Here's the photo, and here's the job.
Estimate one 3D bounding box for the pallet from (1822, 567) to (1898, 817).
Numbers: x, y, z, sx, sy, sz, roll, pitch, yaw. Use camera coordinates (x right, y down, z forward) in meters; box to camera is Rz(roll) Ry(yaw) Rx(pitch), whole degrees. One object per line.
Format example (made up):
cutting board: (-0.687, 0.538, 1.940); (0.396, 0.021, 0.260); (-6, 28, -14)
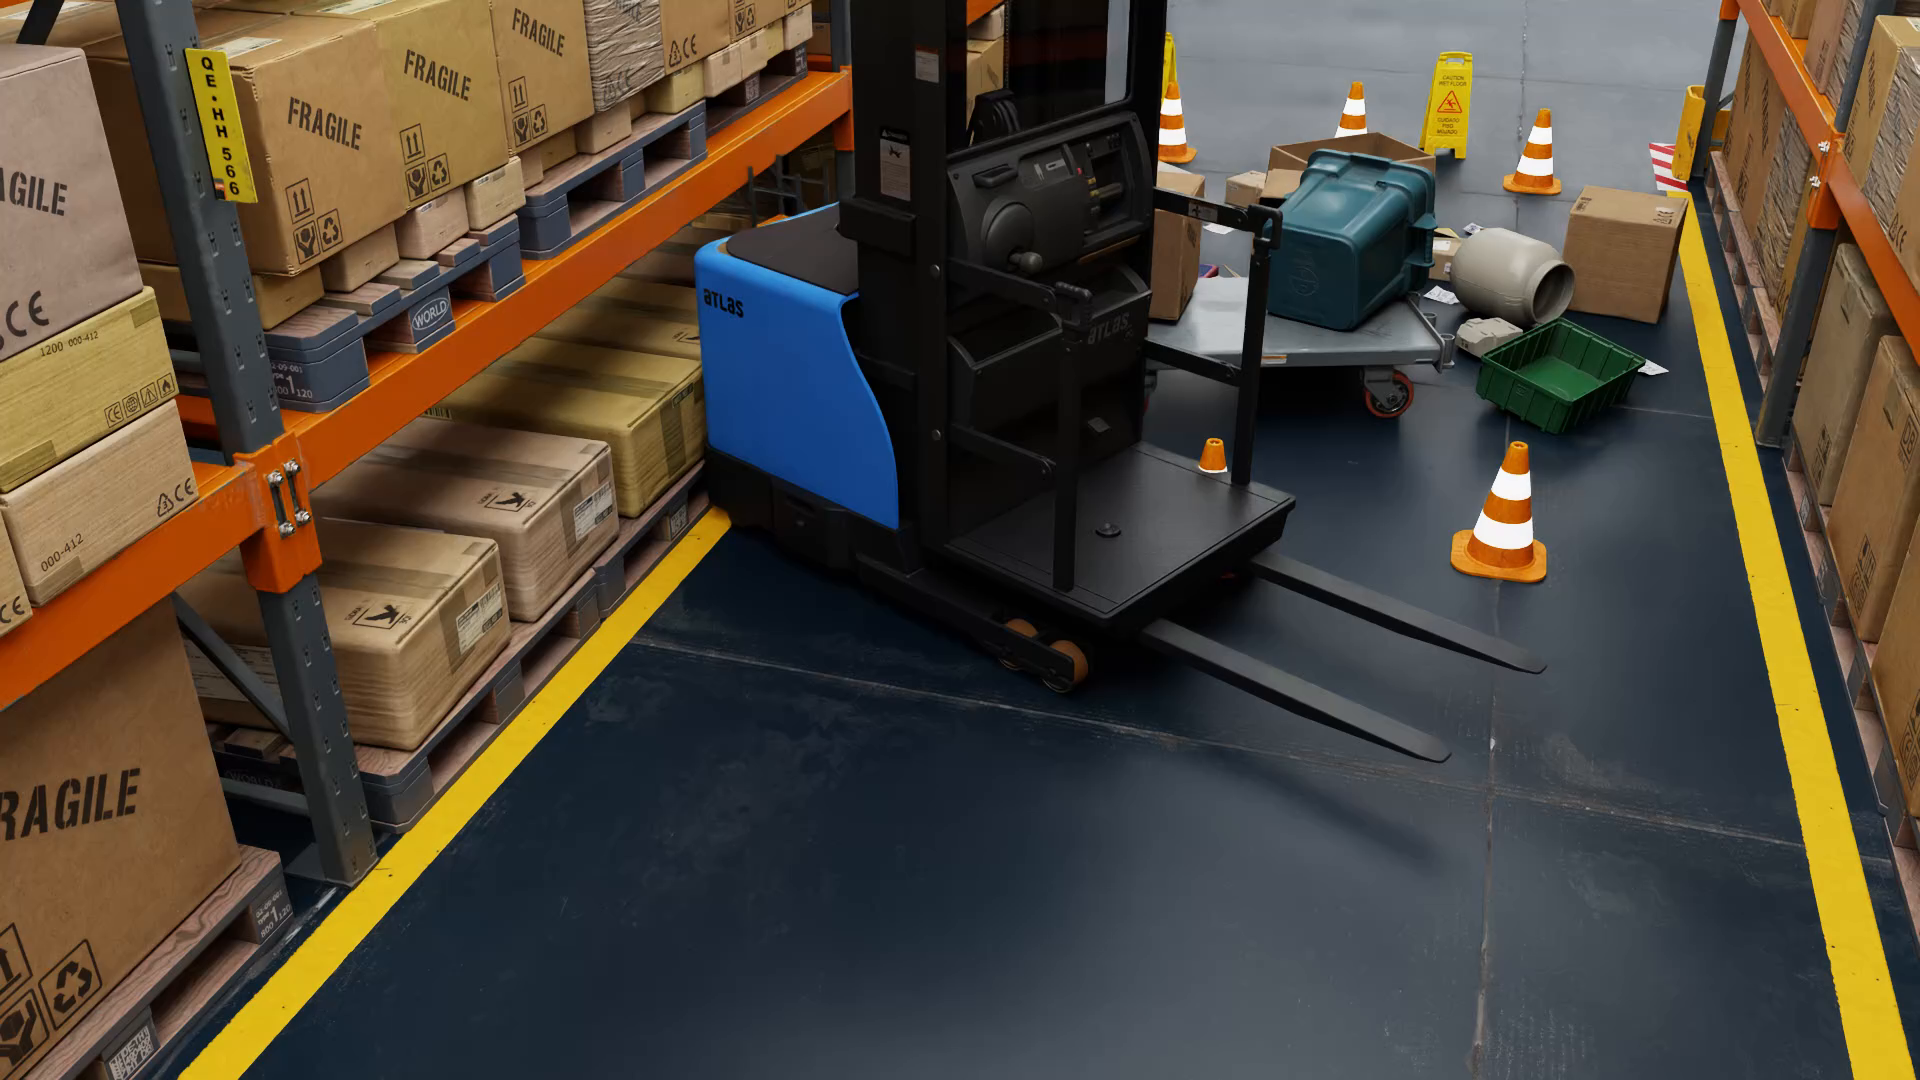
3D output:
pallet: (3.313, 0.502, 5.131); (1.003, 0.211, 1.213); (8, 30, 15)

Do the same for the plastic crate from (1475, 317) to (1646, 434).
plastic crate: (2.622, -0.719, 7.290); (0.662, 0.188, 0.450); (-24, 47, -37)

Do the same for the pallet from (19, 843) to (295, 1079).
pallet: (-2.416, 1.119, 4.022); (1.003, 0.211, 1.213); (8, 30, 15)

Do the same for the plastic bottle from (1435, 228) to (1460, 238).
plastic bottle: (2.679, -1.643, 9.140); (0.133, 0.061, 0.283); (-1, 29, -3)

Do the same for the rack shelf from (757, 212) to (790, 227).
rack shelf: (-0.656, -1.187, 6.492); (0.258, 0.103, 0.180); (15, 32, 26)

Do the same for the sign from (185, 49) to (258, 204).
sign: (-1.581, -0.884, 3.562); (0.100, 0.325, 0.005); (8, 30, 15)

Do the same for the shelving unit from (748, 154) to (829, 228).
shelving unit: (-0.653, -0.910, 6.644); (0.258, 1.200, 0.189); (15, 32, 26)

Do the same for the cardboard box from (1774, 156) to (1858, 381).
cardboard box: (4.075, -1.192, 7.061); (0.875, 0.875, 0.875); (9, 30, 16)

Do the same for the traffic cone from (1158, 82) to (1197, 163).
traffic cone: (1.343, -2.681, 10.593); (0.336, 0.463, 0.334); (8, 30, 15)

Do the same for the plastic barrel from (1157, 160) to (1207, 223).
plastic barrel: (1.077, -1.871, 9.179); (0.421, 0.421, 0.512); (-17, 34, -28)

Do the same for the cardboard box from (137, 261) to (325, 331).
cardboard box: (-1.839, -0.654, 4.166); (0.380, 0.149, 0.250); (7, 30, 12)

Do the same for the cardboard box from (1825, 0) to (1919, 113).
cardboard box: (3.920, -1.894, 6.414); (0.875, 0.550, 0.550); (8, 30, 15)

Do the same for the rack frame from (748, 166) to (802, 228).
rack frame: (-0.699, -0.871, 6.575); (0.240, 1.200, 0.006); (15, 32, 26)

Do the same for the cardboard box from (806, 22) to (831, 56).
cardboard box: (-0.539, -2.305, 7.566); (0.380, 0.149, 0.250); (8, 30, 15)

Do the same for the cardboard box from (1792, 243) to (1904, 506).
cardboard box: (3.727, -0.554, 6.042); (1.050, 0.750, 0.750); (8, 30, 15)

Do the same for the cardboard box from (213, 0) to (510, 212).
cardboard box: (-1.613, -1.232, 4.538); (0.500, 0.500, 0.500); (10, 31, 17)

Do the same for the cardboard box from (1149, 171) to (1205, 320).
cardboard box: (0.772, -1.313, 7.317); (0.500, 0.500, 0.500); (8, 30, 15)

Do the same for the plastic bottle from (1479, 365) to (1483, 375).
plastic bottle: (2.462, -0.714, 7.471); (0.133, 0.061, 0.283); (-6, 30, -11)

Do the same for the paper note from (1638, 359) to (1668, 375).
paper note: (3.155, -0.799, 7.655); (0.147, 0.020, 0.142); (-12, 31, -20)

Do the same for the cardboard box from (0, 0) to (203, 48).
cardboard box: (-2.245, -1.063, 4.235); (0.500, 0.500, 0.500); (8, 30, 13)

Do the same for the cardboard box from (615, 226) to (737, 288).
cardboard box: (-1.090, -1.105, 7.422); (0.950, 0.372, 0.625); (9, 30, 16)

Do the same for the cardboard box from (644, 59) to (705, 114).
cardboard box: (-1.139, -1.637, 5.934); (0.380, 0.149, 0.250); (8, 30, 15)

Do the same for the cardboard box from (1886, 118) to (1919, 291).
cardboard box: (3.115, -1.026, 4.906); (0.500, 0.500, 0.500); (8, 30, 15)

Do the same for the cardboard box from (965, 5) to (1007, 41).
cardboard box: (0.050, -2.938, 9.403); (0.380, 0.149, 0.250); (10, 31, 17)

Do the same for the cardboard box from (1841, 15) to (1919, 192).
cardboard box: (3.412, -1.493, 5.745); (0.500, 0.500, 0.500); (9, 30, 15)

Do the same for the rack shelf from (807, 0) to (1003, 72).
rack shelf: (-0.351, -2.929, 9.170); (1.077, 0.370, 4.000); (8, 30, 15)

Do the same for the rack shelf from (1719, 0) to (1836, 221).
rack shelf: (4.410, -2.270, 7.985); (1.077, 0.370, 4.000); (8, 30, 15)

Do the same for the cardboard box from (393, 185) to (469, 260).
cardboard box: (-1.600, -0.901, 4.610); (0.380, 0.149, 0.250); (7, 30, 12)

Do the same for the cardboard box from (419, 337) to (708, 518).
cardboard box: (-1.500, -0.447, 6.240); (0.950, 0.372, 0.625); (10, 30, 17)

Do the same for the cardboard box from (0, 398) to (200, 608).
cardboard box: (-2.013, -0.118, 3.530); (0.500, 0.250, 0.500); (7, 30, 13)

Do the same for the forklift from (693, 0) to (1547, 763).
forklift: (0.460, -1.077, 5.171); (3.031, 2.935, 1.130); (24, 37, 36)

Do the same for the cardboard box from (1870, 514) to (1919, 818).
cardboard box: (3.167, 0.327, 4.459); (1.050, 0.750, 0.750); (9, 30, 16)

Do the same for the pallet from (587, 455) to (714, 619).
pallet: (-1.522, -0.165, 6.329); (1.003, 0.211, 1.213); (8, 30, 15)

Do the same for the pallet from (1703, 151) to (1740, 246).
pallet: (4.837, -1.912, 9.471); (1.003, 0.211, 1.213); (8, 30, 15)

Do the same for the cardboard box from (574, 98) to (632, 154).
cardboard box: (-1.319, -1.398, 5.503); (0.380, 0.149, 0.250); (9, 30, 16)

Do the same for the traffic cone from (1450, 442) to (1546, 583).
traffic cone: (1.986, -0.138, 6.023); (0.336, 0.463, 0.334); (8, 30, 15)

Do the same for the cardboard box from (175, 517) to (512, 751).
cardboard box: (-1.937, 0.248, 4.989); (0.950, 0.372, 0.625); (6, 30, 11)

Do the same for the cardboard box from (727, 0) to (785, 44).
cardboard box: (-0.999, -2.193, 6.267); (0.500, 0.500, 0.500); (9, 30, 15)

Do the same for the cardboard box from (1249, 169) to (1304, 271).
cardboard box: (1.874, -1.528, 8.340); (0.797, 0.637, 0.503); (8, 30, 15)

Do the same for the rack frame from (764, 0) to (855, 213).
rack frame: (-0.938, -2.314, 7.325); (1.000, 3.000, 0.127); (8, 30, 15)

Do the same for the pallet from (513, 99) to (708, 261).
pallet: (-1.571, -1.297, 5.694); (1.003, 0.211, 1.213); (8, 30, 15)

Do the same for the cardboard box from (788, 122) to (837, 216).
cardboard box: (-0.507, -1.860, 8.132); (0.500, 0.500, 0.500); (10, 31, 17)

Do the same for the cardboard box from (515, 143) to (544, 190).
cardboard box: (-1.503, -1.149, 5.056); (0.380, 0.149, 0.250); (10, 31, 18)

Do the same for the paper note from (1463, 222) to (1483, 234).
paper note: (2.926, -1.748, 9.363); (0.144, 0.017, 0.142); (20, 35, 32)

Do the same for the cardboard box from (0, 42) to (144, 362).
cardboard box: (-2.014, -0.658, 3.217); (0.500, 0.500, 0.500); (8, 30, 14)

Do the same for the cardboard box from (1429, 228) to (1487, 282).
cardboard box: (2.567, -1.522, 8.712); (0.396, 0.266, 0.258); (14, 32, 23)

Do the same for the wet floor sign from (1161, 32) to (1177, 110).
wet floor sign: (1.314, -3.080, 11.123); (0.267, 0.644, 0.232); (20, 35, 32)

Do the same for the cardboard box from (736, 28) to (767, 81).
cardboard box: (-0.961, -1.864, 6.342); (0.380, 0.149, 0.250); (8, 30, 14)

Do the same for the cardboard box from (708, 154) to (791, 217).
cardboard box: (-1.021, -1.937, 8.272); (0.500, 0.500, 0.500); (8, 30, 14)

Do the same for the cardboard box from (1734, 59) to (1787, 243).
cardboard box: (4.605, -2.035, 8.576); (0.875, 0.875, 0.875); (8, 30, 14)

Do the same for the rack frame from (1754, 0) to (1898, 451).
rack frame: (3.823, -1.655, 6.139); (1.000, 3.000, 0.127); (8, 30, 15)

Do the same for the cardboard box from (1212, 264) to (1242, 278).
cardboard box: (1.352, -1.192, 8.119); (0.258, 0.266, 0.396); (-12, 31, -20)

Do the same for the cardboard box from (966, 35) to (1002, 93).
cardboard box: (-0.055, -2.597, 9.457); (0.500, 0.500, 0.500); (8, 30, 14)

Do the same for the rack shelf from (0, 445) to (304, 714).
rack shelf: (-2.700, 0.788, 2.487); (1.077, 0.370, 4.000); (8, 30, 15)

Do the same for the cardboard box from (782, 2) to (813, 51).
cardboard box: (-0.826, -2.109, 6.783); (0.380, 0.149, 0.250); (9, 30, 16)

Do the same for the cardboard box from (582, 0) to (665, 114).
cardboard box: (-1.309, -1.711, 5.399); (0.500, 0.500, 0.500); (7, 30, 13)

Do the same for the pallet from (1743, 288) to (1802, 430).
pallet: (4.121, -0.778, 7.432); (1.003, 0.211, 1.213); (8, 30, 15)

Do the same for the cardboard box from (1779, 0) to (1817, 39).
cardboard box: (4.391, -2.647, 7.769); (0.875, 0.550, 0.500); (8, 30, 15)
